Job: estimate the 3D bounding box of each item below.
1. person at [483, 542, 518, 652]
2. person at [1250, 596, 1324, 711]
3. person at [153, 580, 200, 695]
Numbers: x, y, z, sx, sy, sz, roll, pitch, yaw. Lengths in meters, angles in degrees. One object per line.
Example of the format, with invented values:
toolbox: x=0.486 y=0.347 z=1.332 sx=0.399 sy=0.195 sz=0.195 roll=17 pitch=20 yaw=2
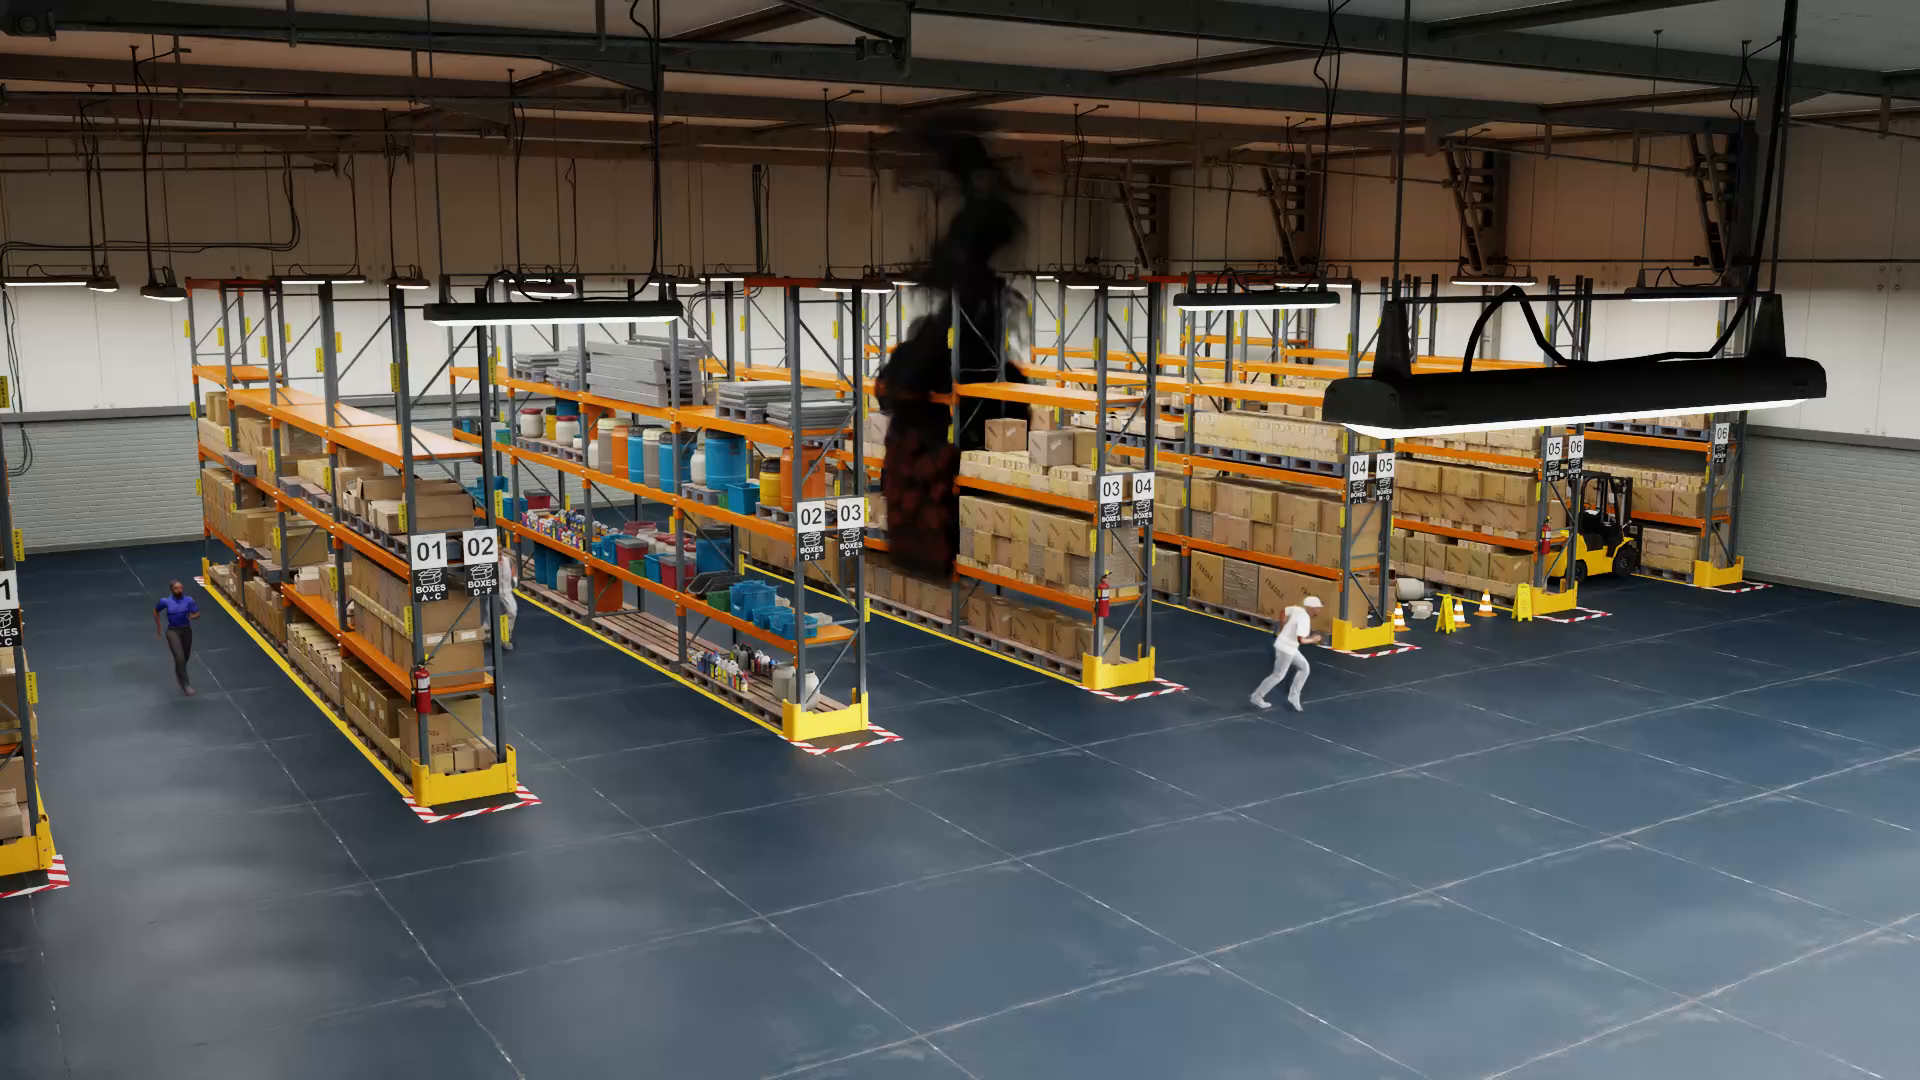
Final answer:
person: x=-7.540 y=0.908 z=27.249 sx=0.674 sy=1.817 sz=0.904 roll=-7 pitch=12 yaw=-34
person: x=4.627 y=1.619 z=23.558 sx=0.992 sy=1.698 sz=0.740 roll=1 pitch=10 yaw=4
person: x=-11.537 y=1.398 z=24.570 sx=0.567 sy=1.660 sz=0.934 roll=-9 pitch=13 yaw=-41
